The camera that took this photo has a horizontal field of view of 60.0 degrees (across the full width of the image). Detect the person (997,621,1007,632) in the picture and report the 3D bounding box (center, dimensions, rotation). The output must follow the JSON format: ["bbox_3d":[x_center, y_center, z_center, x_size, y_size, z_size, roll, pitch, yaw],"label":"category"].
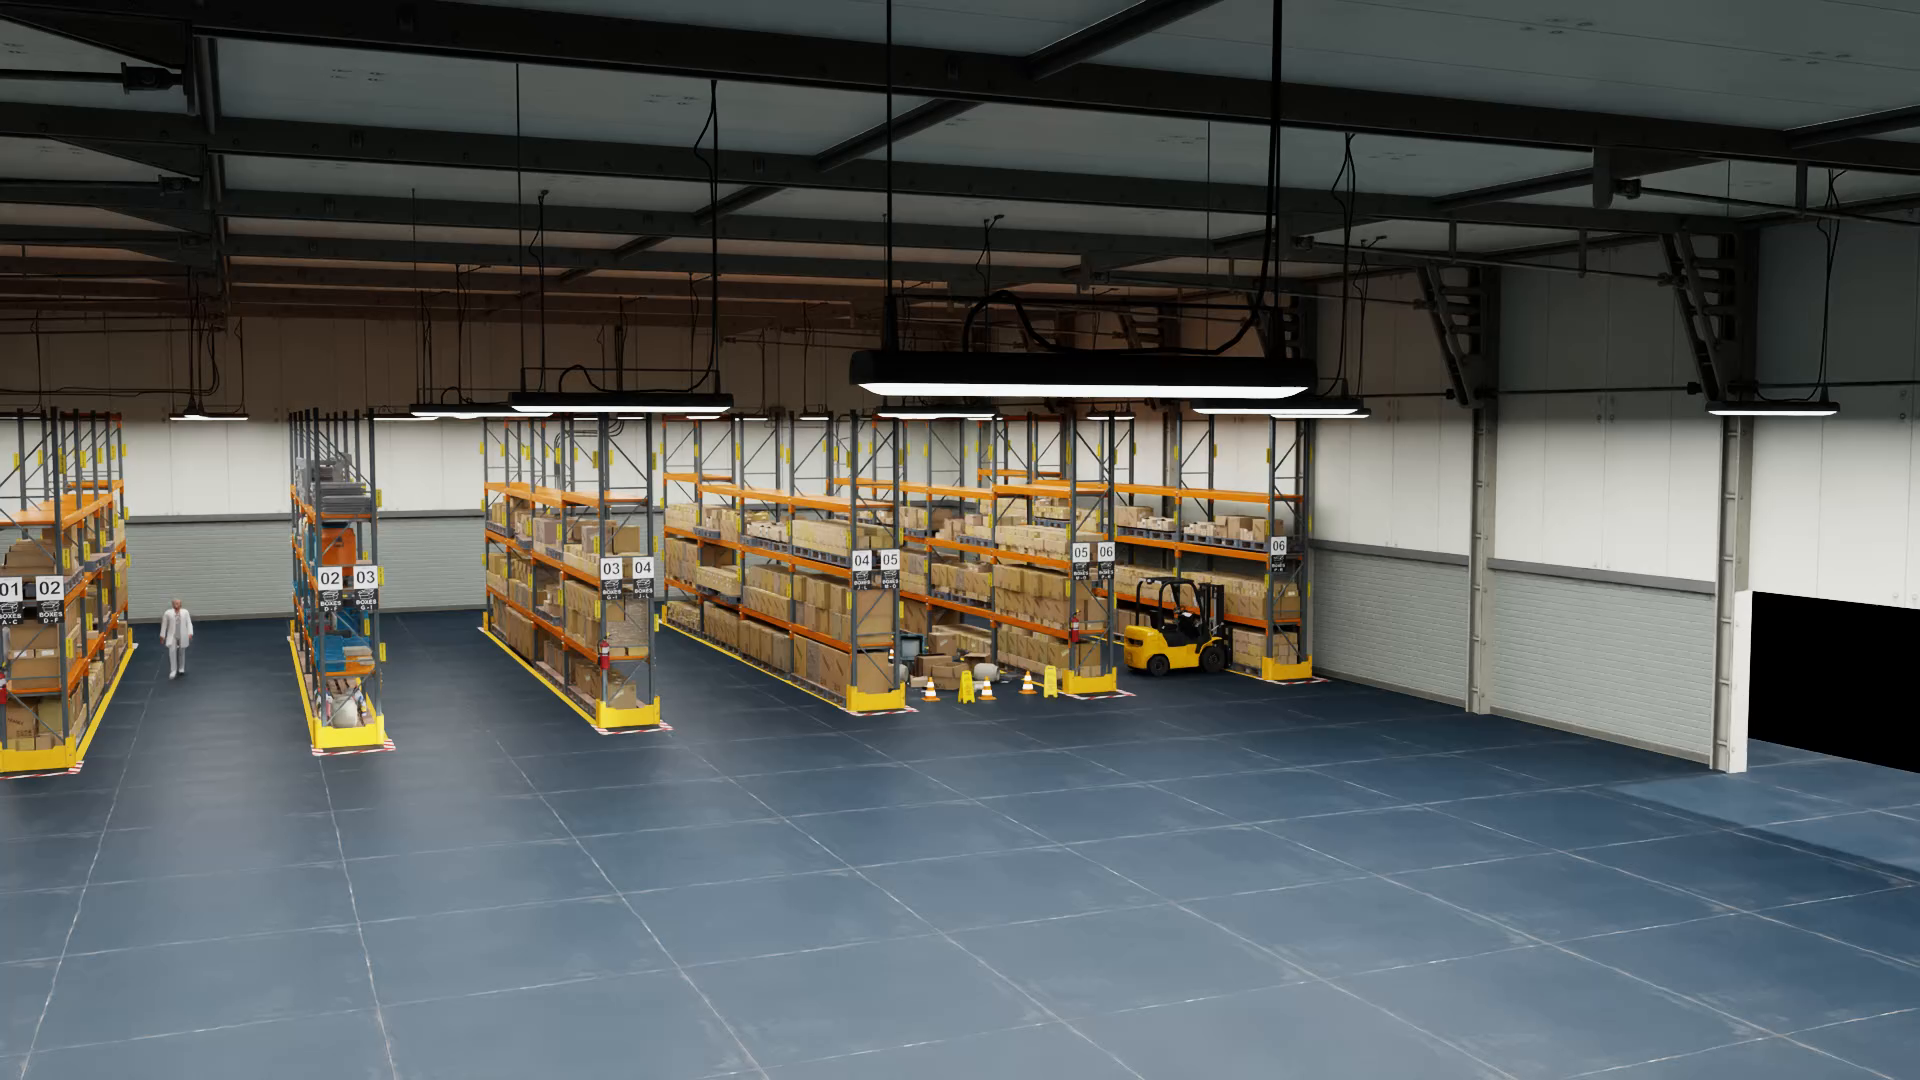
[{"bbox_3d":[1.165,1.677,45.742,0.404,1.766,0.576,3,5,35],"label":"person"}]

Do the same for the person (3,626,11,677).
[{"bbox_3d":[-20.274,2.419,35.145,0.492,1.670,0.467,-2,4,-21],"label":"person"}]

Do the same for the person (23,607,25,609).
[{"bbox_3d":[-22.634,2.084,40.210,0.539,1.660,0.506,0,4,2],"label":"person"}]

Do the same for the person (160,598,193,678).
[{"bbox_3d":[-17.755,2.190,37.664,0.667,1.737,1.012,-2,4,-25],"label":"person"}]
